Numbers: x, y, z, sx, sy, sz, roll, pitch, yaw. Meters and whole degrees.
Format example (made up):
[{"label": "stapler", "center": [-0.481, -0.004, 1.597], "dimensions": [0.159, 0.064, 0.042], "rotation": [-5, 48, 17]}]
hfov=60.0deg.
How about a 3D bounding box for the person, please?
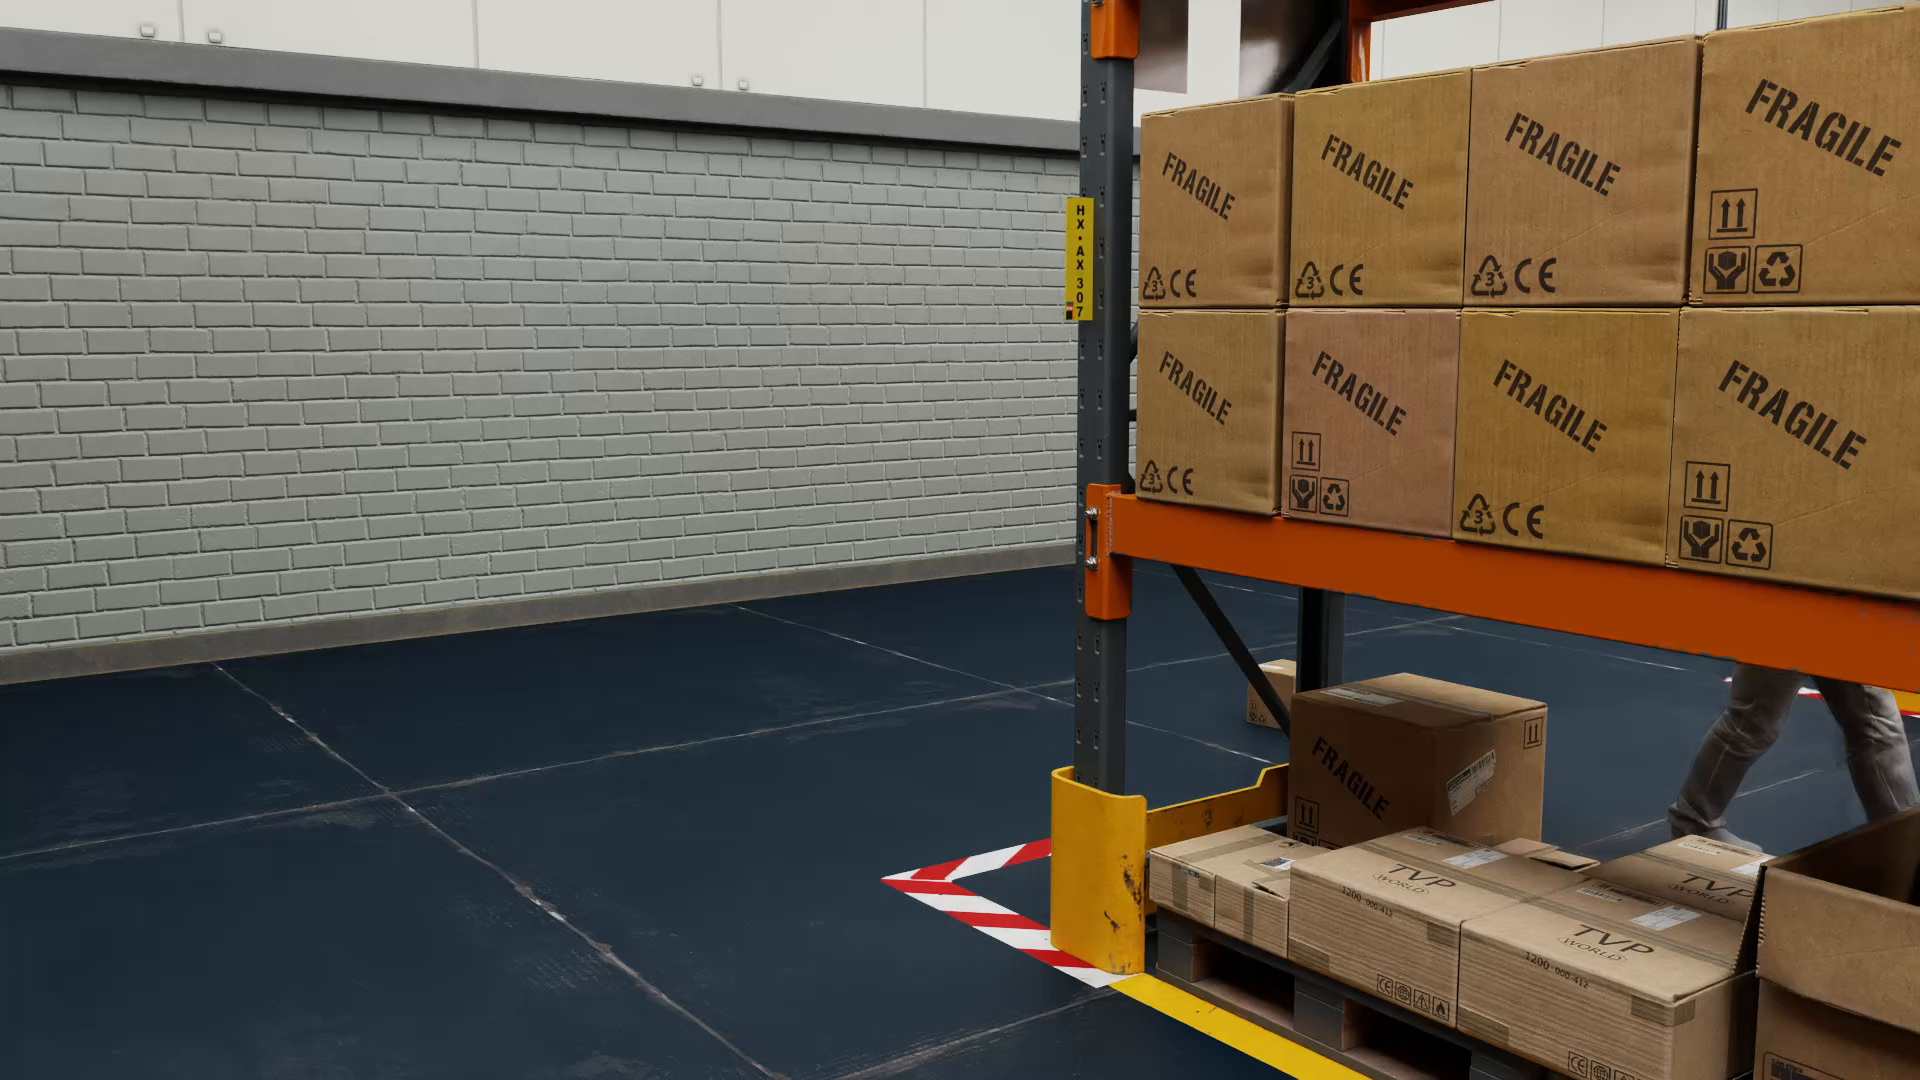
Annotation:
[{"label": "person", "center": [2.689, 0.205, 5.092], "dimensions": [0.577, 1.730, 0.950], "rotation": [-7, 11, -43]}]
